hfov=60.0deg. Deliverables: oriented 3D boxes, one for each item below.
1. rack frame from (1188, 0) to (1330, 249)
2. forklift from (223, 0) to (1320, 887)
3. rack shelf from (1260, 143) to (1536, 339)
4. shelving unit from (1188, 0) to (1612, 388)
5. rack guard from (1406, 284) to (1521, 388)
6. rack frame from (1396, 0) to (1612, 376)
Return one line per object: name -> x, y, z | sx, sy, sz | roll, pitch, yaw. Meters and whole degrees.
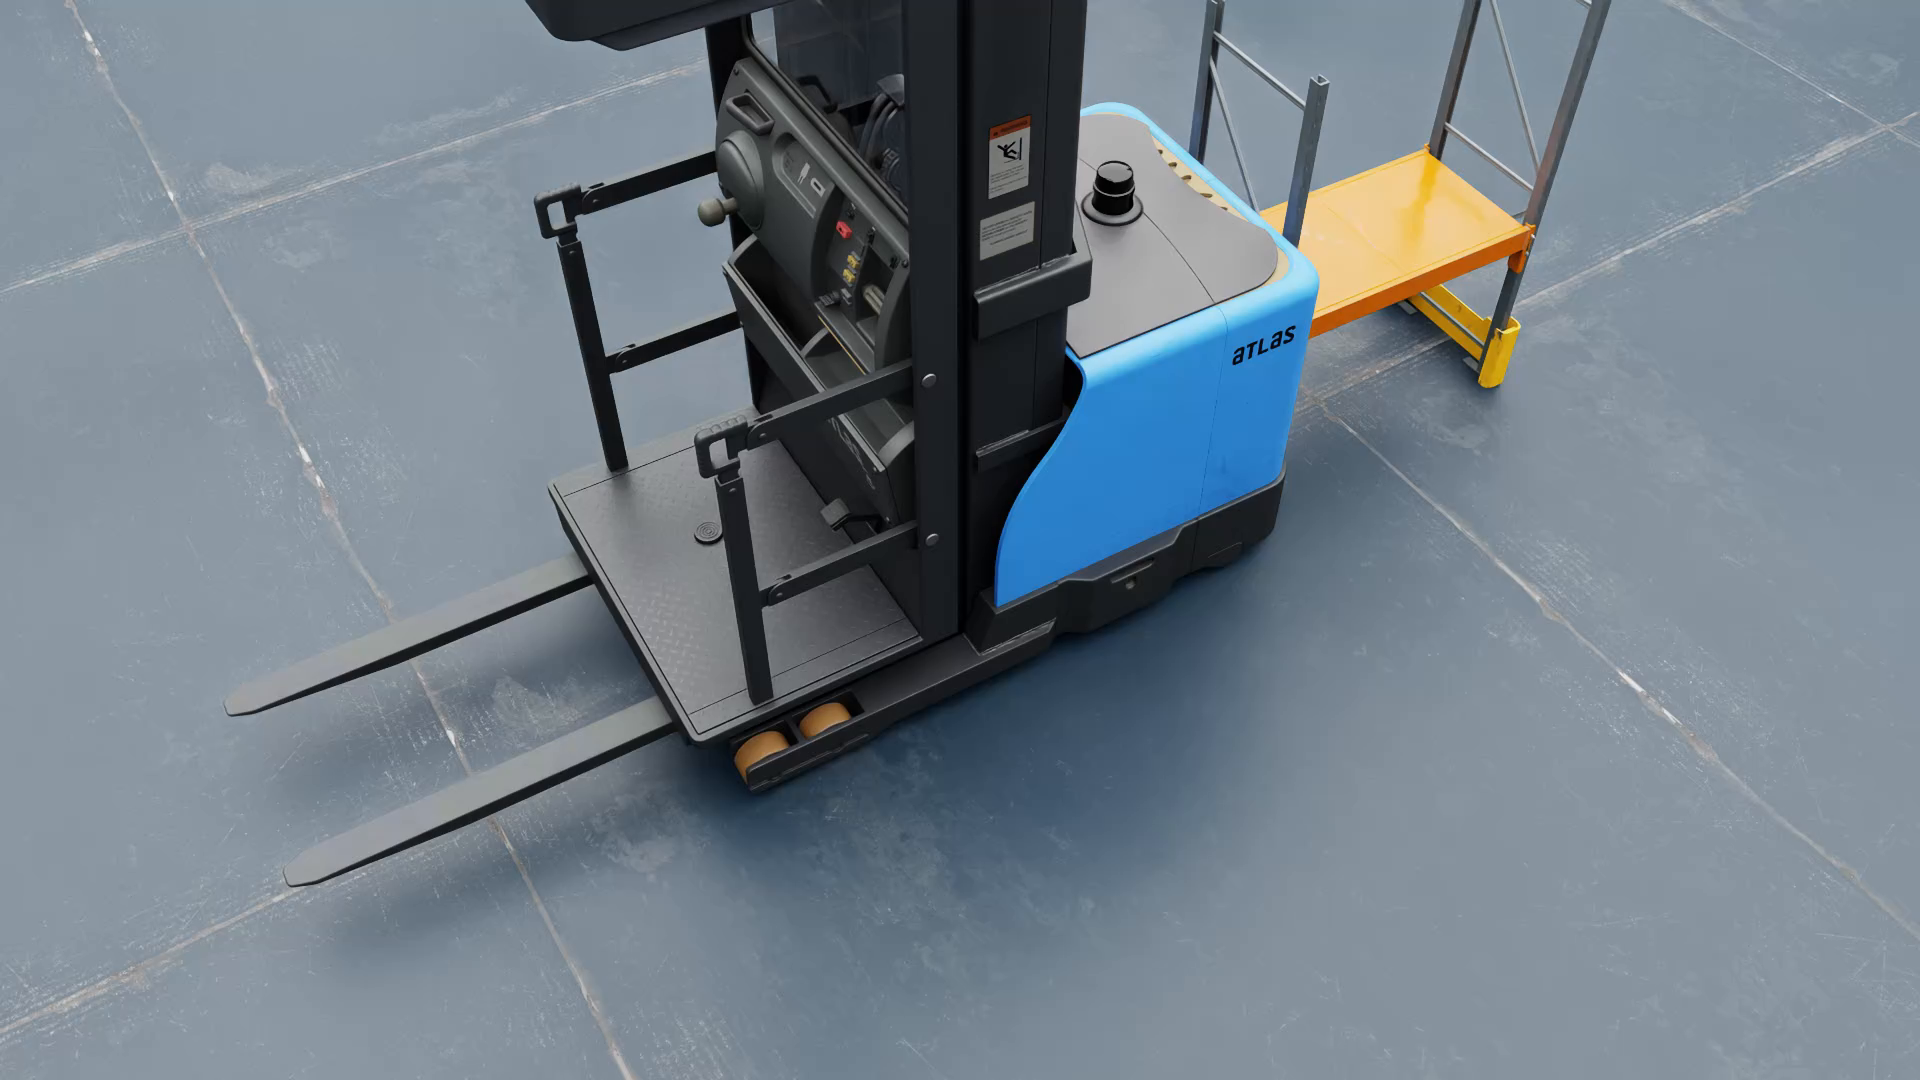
rack frame -> 0.818, -0.840, 4.993 | 0.032, 1.500, 0.500 | -23, 52, -19
forklift -> -0.545, -0.738, 3.945 | 3.031, 2.935, 1.130 | -23, 52, -20
rack shelf -> 1.258, -0.910, 5.297 | 1.000, 0.185, 0.538 | -23, 52, -19
shelving unit -> 1.266, -1.033, 5.166 | 1.083, 1.500, 0.587 | -23, 52, -19
rack guard -> 1.697, -0.803, 5.798 | 0.087, 0.250, 0.587 | -23, 52, -19
rack frame -> 1.698, -1.220, 5.332 | 0.032, 1.500, 0.500 | -23, 52, -19
